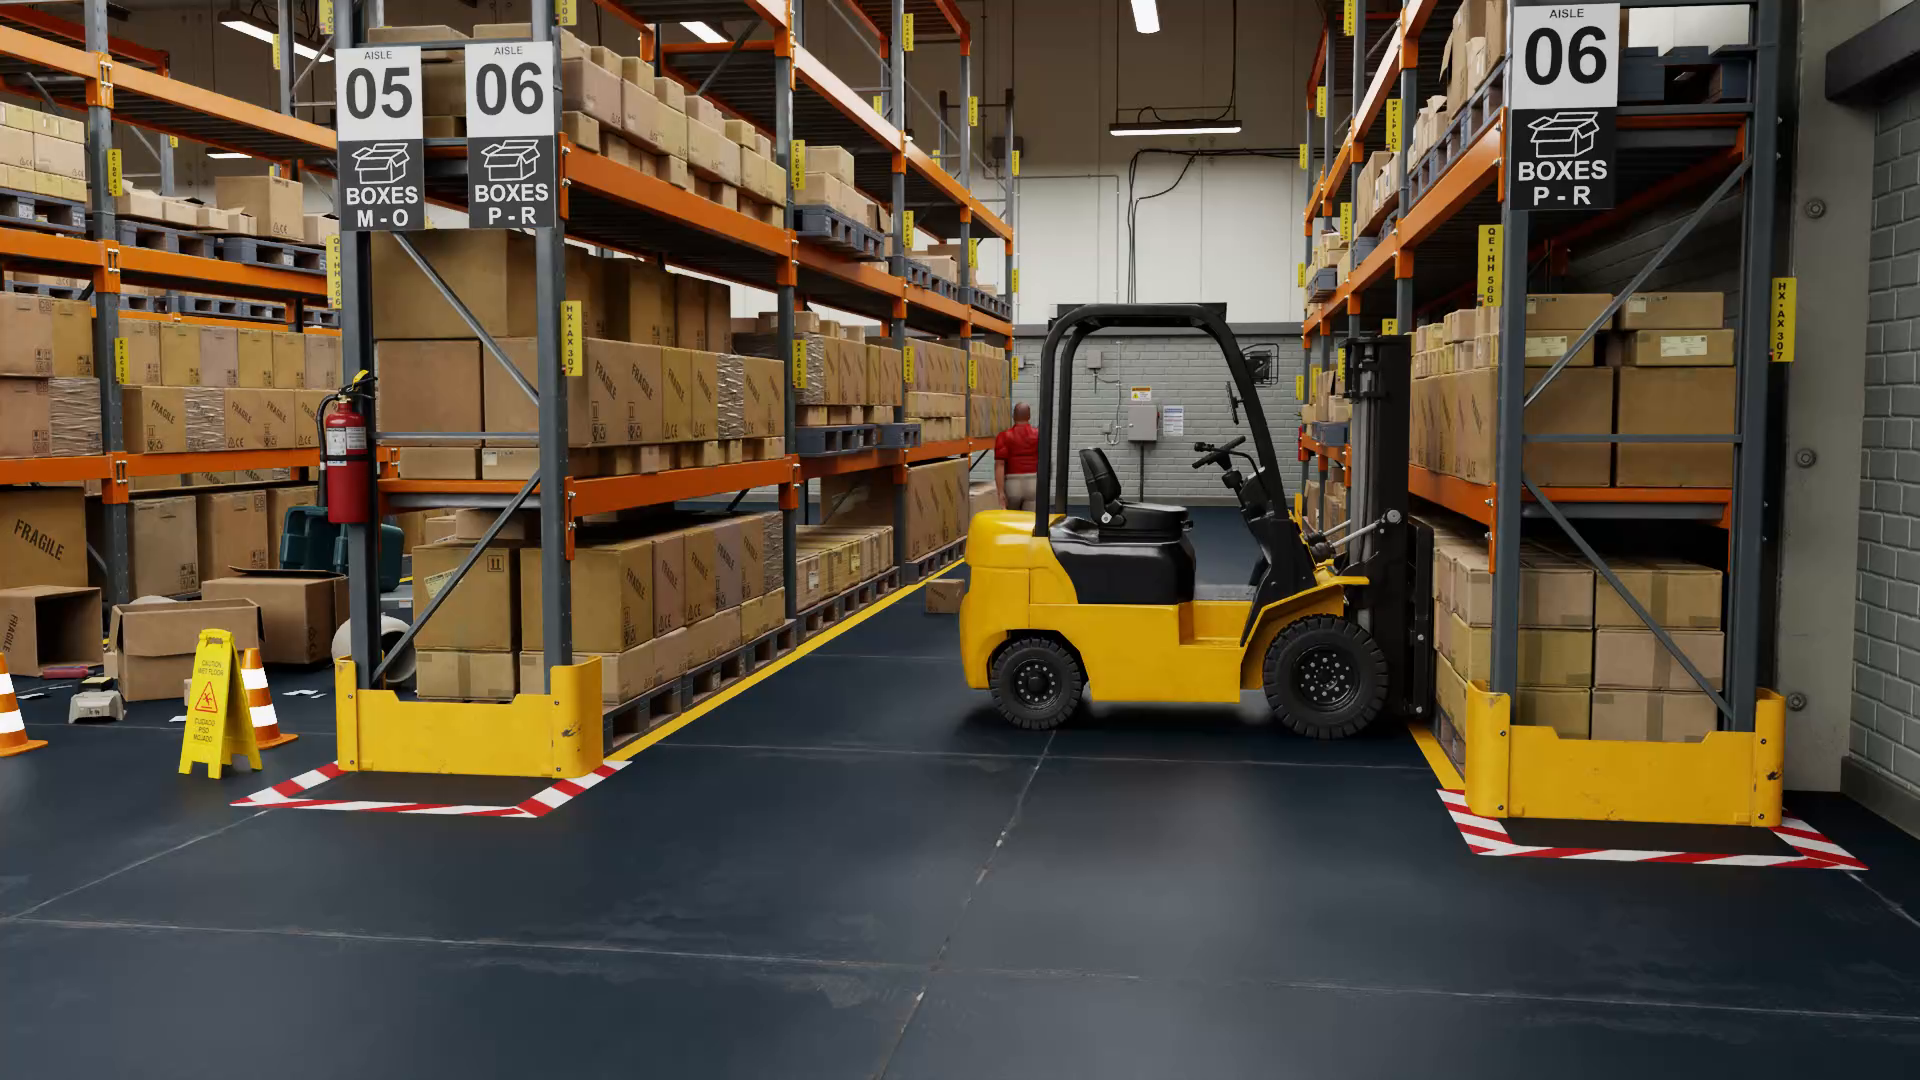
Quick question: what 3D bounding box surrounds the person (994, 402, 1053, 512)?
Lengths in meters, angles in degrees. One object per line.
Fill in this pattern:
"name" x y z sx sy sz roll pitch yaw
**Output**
"person" 0.612 -0.471 15.689 0.531 1.656 1.036 1 4 9
